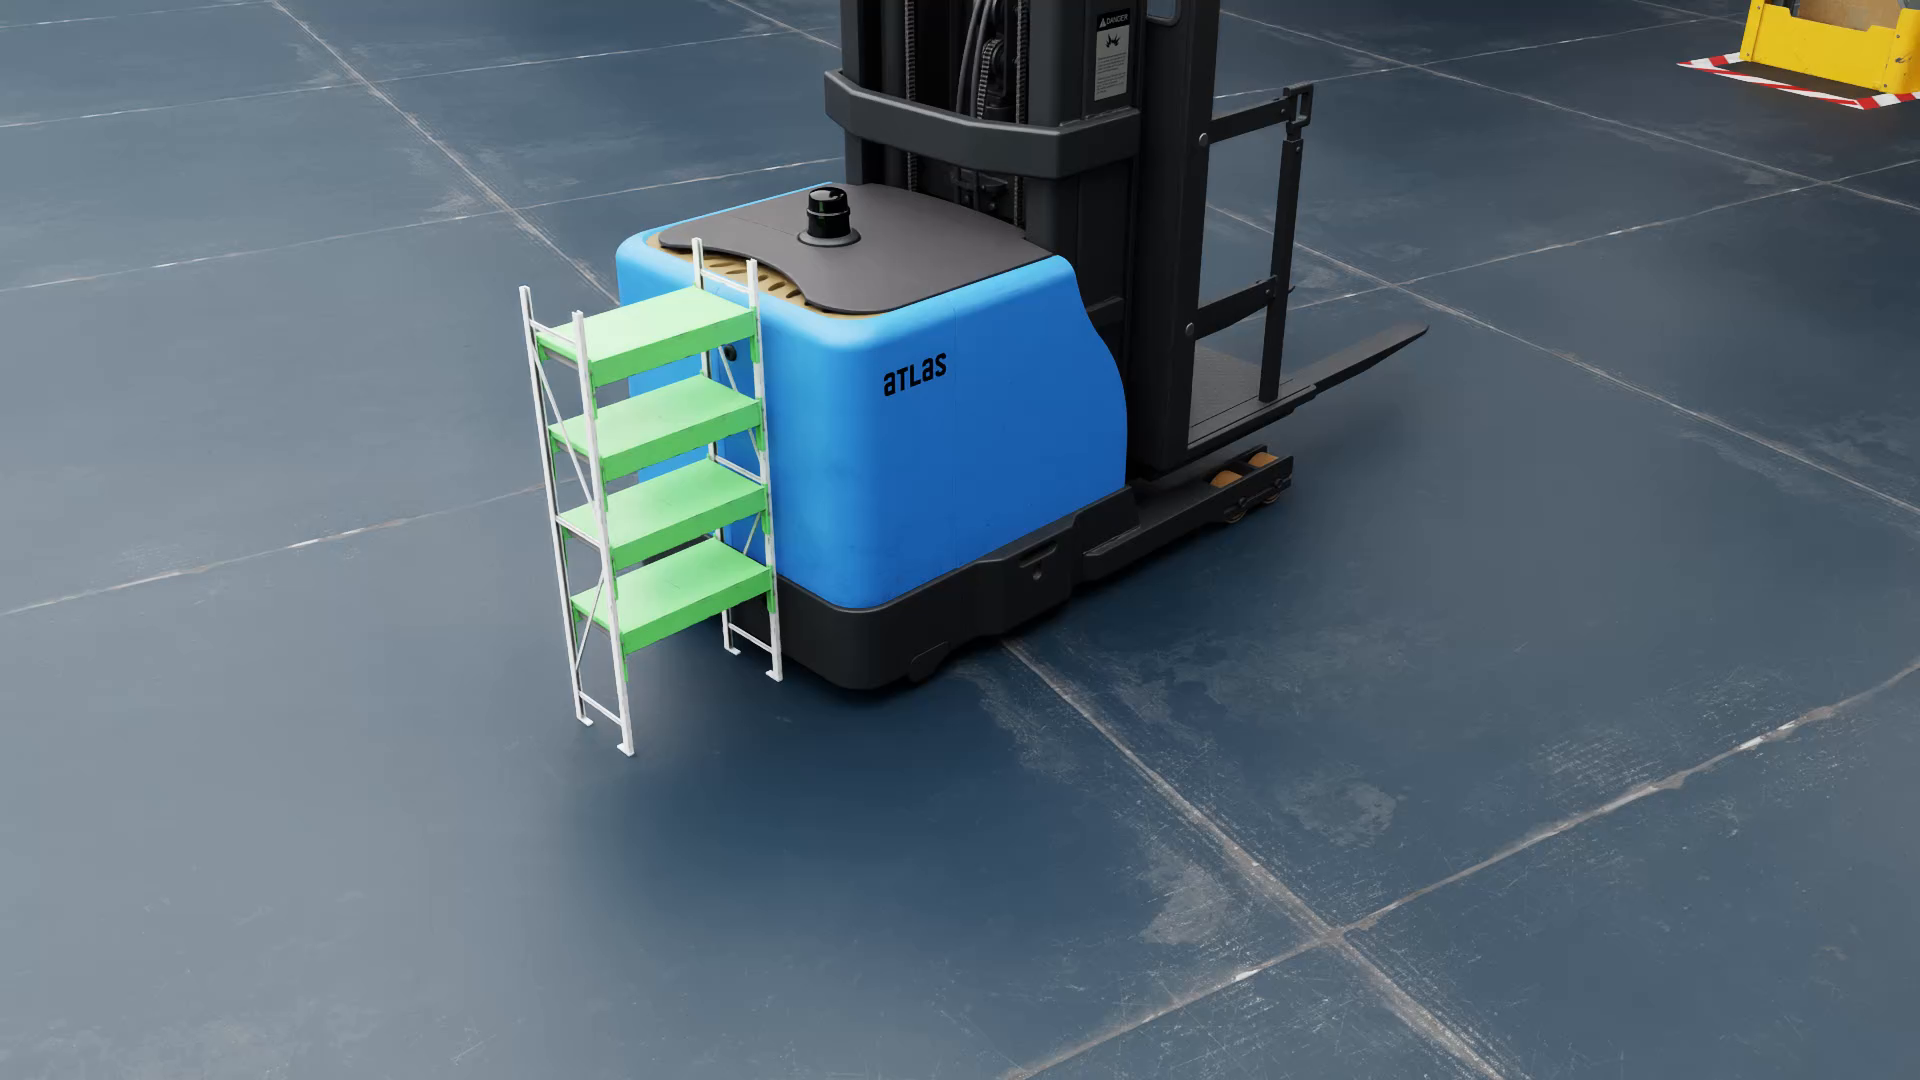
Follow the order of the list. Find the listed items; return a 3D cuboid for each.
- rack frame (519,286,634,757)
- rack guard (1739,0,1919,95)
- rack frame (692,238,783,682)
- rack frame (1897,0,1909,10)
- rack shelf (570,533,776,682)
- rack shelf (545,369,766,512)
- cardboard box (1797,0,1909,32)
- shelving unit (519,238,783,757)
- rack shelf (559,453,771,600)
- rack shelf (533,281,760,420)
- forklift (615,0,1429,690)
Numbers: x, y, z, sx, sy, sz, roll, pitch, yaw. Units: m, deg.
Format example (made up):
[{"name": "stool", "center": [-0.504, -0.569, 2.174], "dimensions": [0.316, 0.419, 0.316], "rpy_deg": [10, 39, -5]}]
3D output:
[{"name": "rack frame", "center": [-0.923, -0.016, 4.037], "dimensions": [0.015, 1.200, 0.240], "rpy_deg": [-25, 38, -38]}, {"name": "rack guard", "center": [5.596, -3.225, 10.576], "dimensions": [0.348, 0.500, 1.175], "rpy_deg": [-16, 33, -26]}, {"name": "rack frame", "center": [-0.575, -0.181, 4.336], "dimensions": [0.015, 1.200, 0.240], "rpy_deg": [-25, 38, -38]}, {"name": "rack frame", "center": [5.615, -4.326, 9.985], "dimensions": [0.053, 2.616, 0.949], "rpy_deg": [-16, 33, -26]}, {"name": "rack shelf", "center": [-0.749, 0.168, 4.333], "dimensions": [0.480, 0.148, 0.258], "rpy_deg": [-25, 38, -38]}, {"name": "rack shelf", "center": [-0.749, -0.253, 4.102], "dimensions": [0.480, 0.148, 0.258], "rpy_deg": [-25, 38, -38]}, {"name": "cardboard box", "center": [6.168, -3.772, 10.745], "dimensions": [0.875, 0.875, 0.875], "rpy_deg": [-16, 33, -26]}, {"name": "shelving unit", "center": [-0.749, -0.098, 4.187], "dimensions": [0.503, 1.200, 0.258], "rpy_deg": [-25, 38, -38]}, {"name": "rack shelf", "center": [-0.749, -0.043, 4.218], "dimensions": [0.480, 0.148, 0.258], "rpy_deg": [-25, 38, -38]}, {"name": "rack shelf", "center": [-0.749, -0.463, 3.986], "dimensions": [0.480, 0.148, 0.258], "rpy_deg": [-25, 38, -38]}, {"name": "forklift", "center": [0.450, -1.496, 4.928], "dimensions": [3.031, 2.935, 1.130], "rpy_deg": [-25, 38, -38]}]
